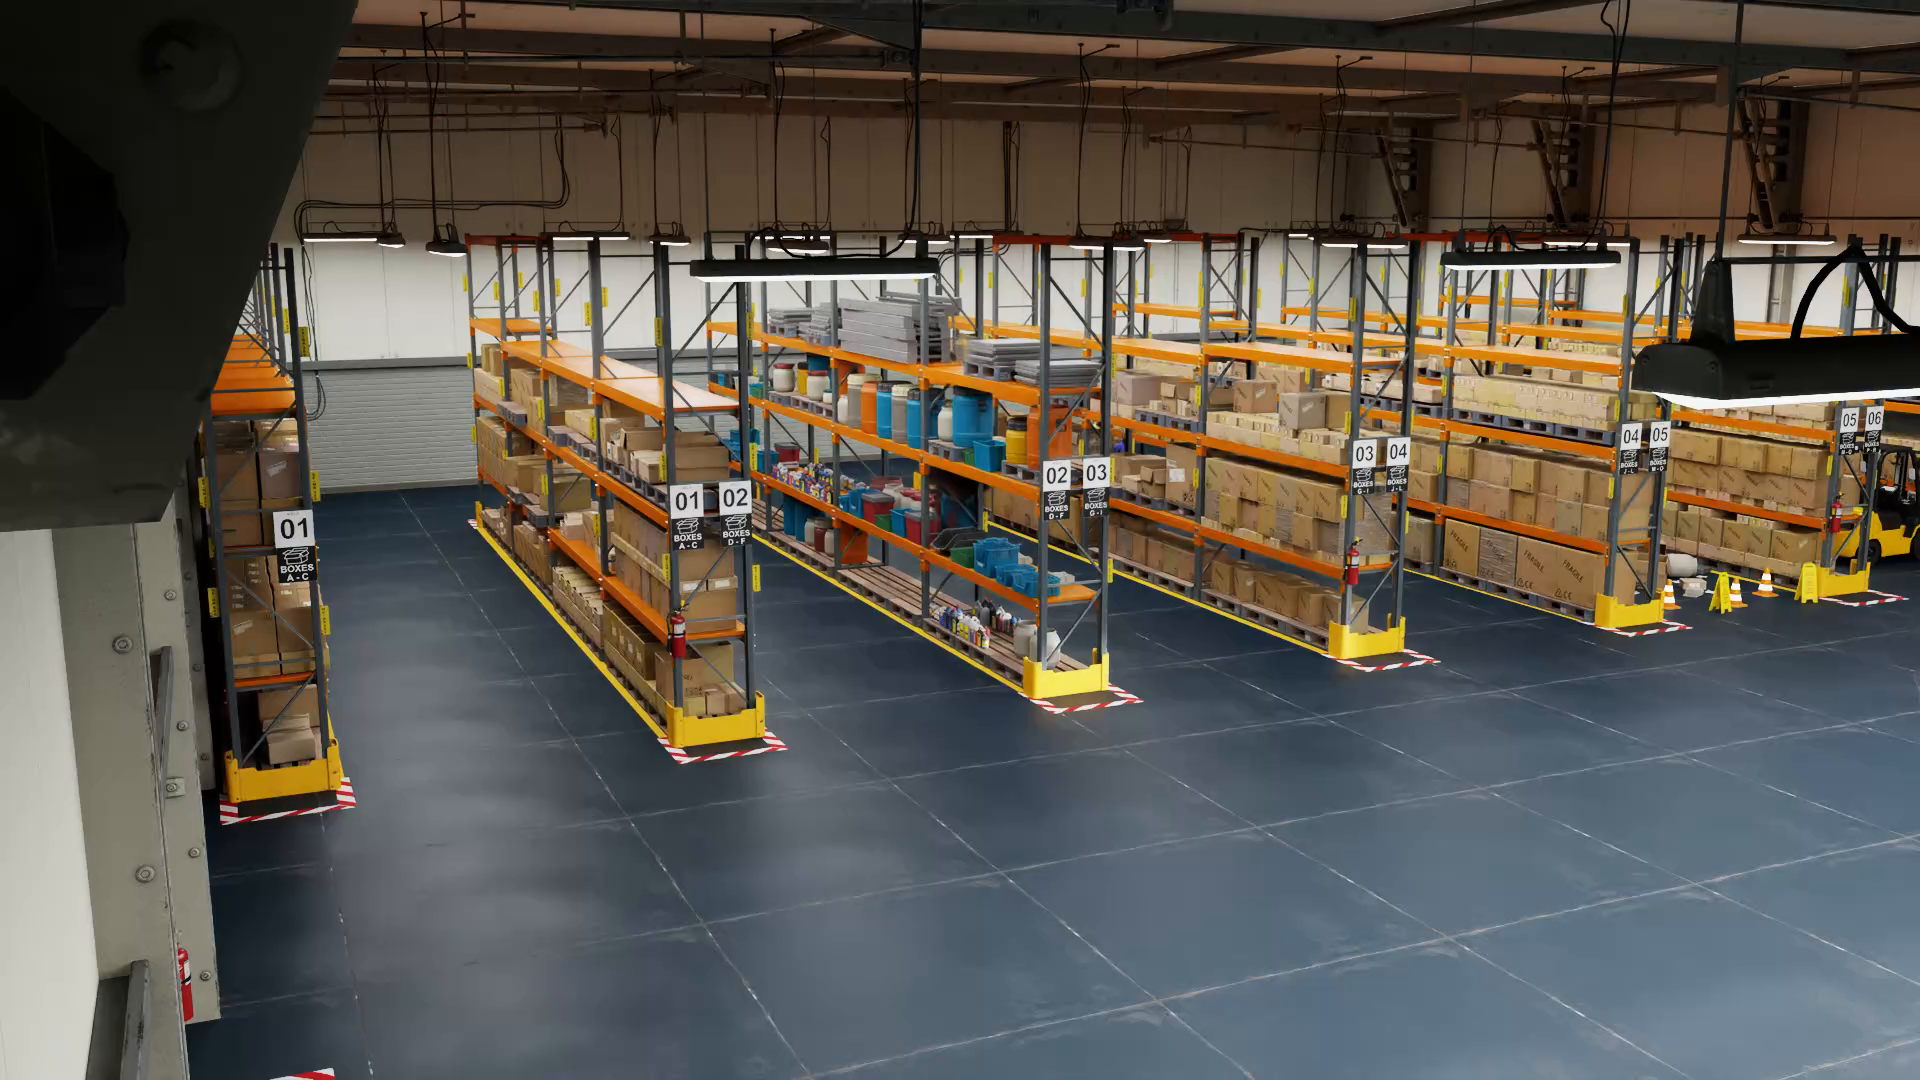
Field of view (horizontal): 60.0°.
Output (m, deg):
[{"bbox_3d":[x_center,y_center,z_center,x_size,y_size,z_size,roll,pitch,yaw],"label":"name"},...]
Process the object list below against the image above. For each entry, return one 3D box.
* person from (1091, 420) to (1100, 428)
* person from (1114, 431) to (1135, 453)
[{"bbox_3d":[3.318,-2.524,41.682,0.672,1.714,0.960,-5,12,-23],"label":"person"},{"bbox_3d":[3.670,-1.617,37.257,0.588,1.647,0.850,-4,12,-19],"label":"person"}]
